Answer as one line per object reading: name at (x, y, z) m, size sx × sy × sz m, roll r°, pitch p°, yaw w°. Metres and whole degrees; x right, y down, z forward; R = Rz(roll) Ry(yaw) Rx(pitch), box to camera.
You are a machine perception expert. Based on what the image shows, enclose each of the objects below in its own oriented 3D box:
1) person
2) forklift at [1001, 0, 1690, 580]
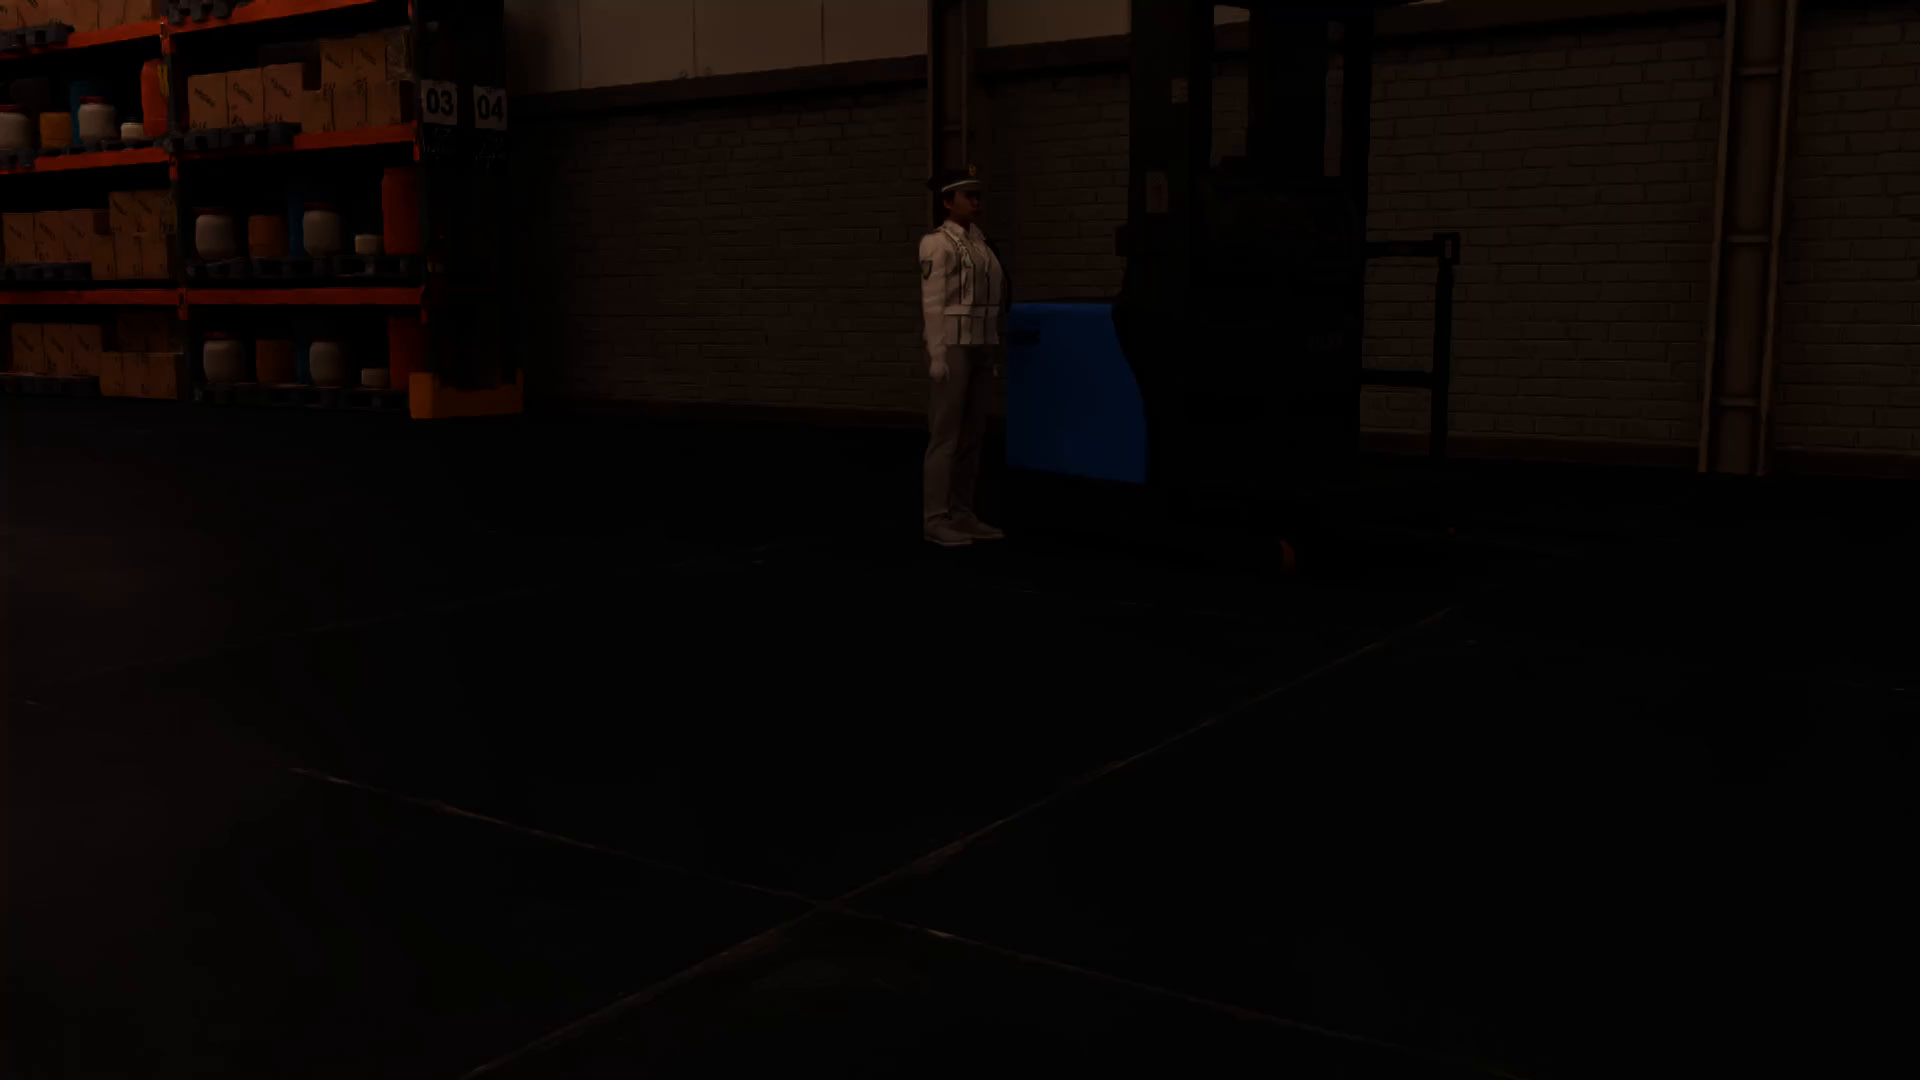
person at (0.013, -0.834, 7.477) m, size 0.337 × 1.692 × 0.462 m, roll 5°, pitch 10°, yaw 34°
forklift at (1.468, -1.370, 6.826) m, size 1.130 × 2.935 × 3.031 m, roll -6°, pitch 10°, yaw -36°
